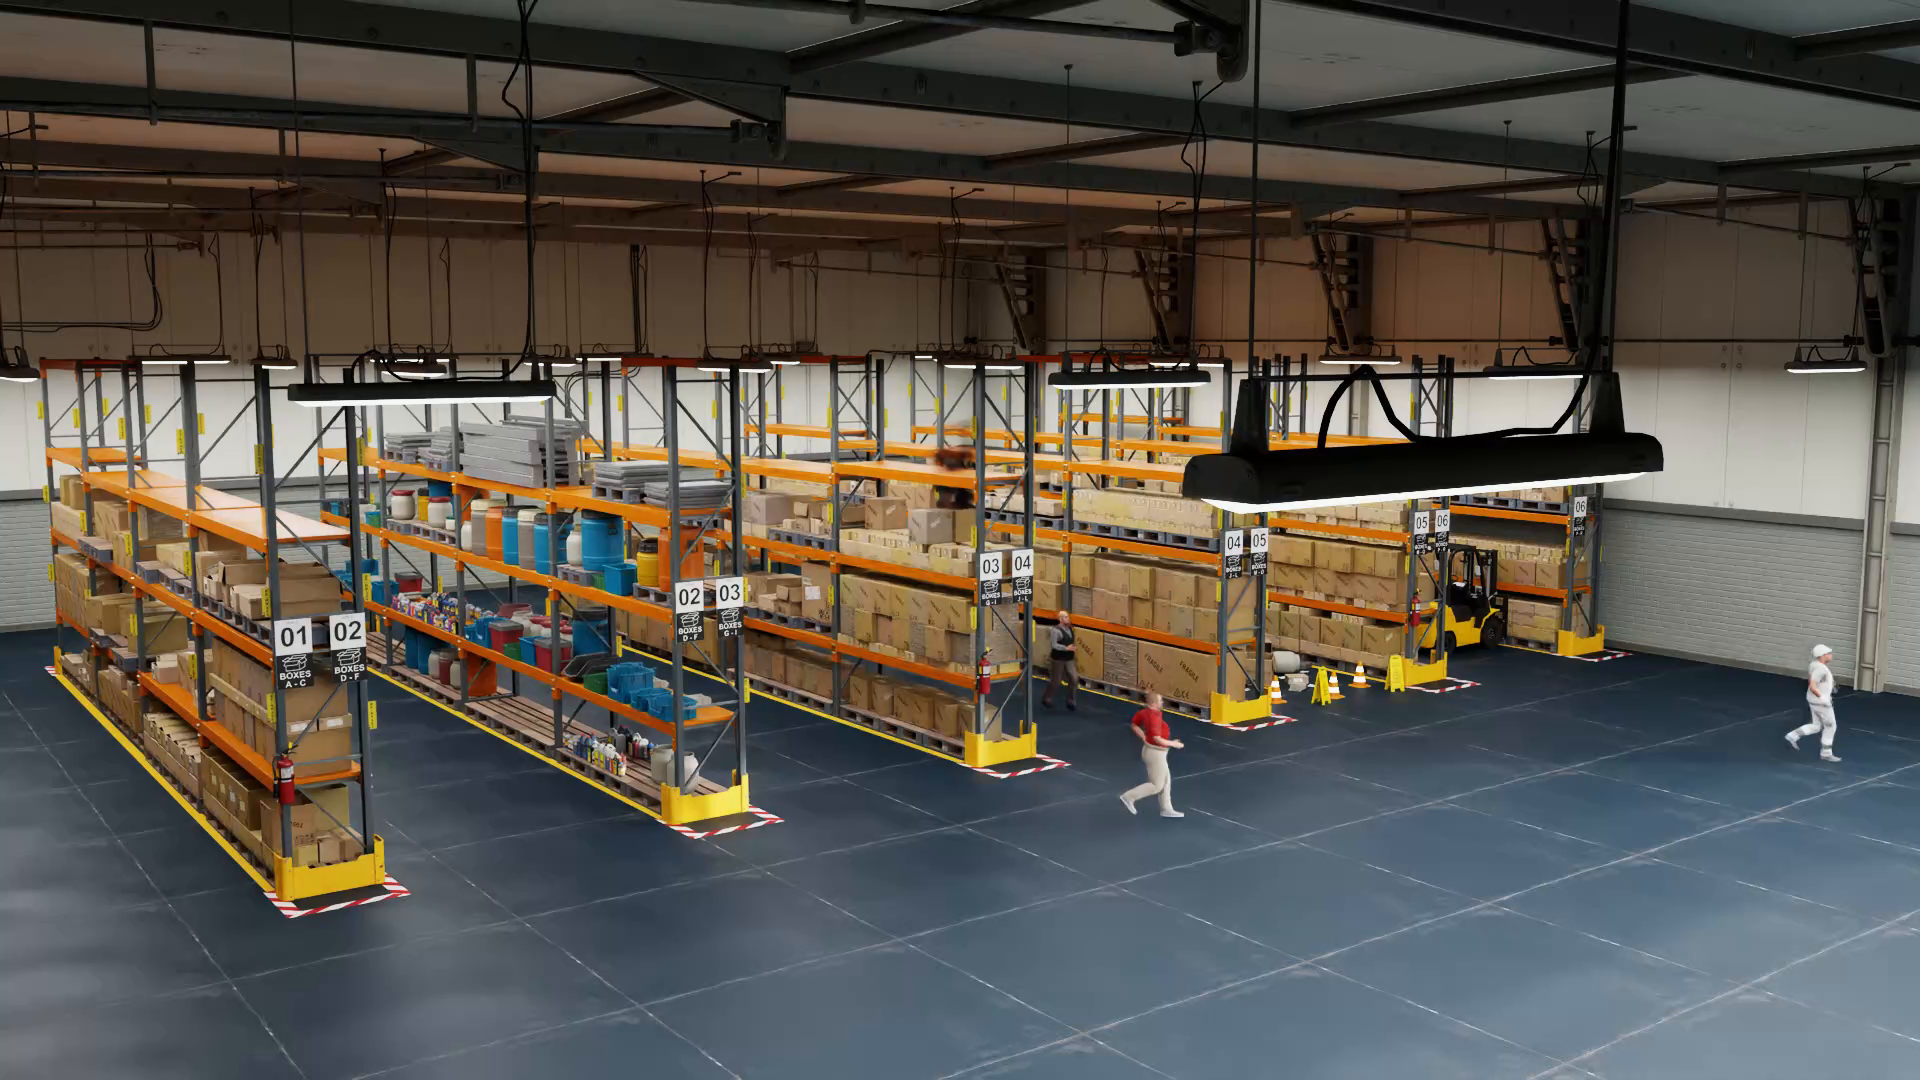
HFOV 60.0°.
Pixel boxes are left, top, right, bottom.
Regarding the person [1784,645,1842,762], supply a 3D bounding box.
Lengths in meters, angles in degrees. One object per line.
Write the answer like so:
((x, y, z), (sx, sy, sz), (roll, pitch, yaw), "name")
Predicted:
((12.914, 2.452, 25.100), (0.816, 1.779, 0.646), (2, 7, 14), "person")

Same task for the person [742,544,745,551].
((-5.454, 0.550, 41.819), (0.517, 1.549, 0.600), (0, 7, 1), "person")

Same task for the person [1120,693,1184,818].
((2.537, 2.892, 21.939), (0.919, 1.644, 0.673), (-1, 7, -10), "person")

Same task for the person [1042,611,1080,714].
((1.743, 2.096, 28.327), (0.760, 1.804, 0.673), (6, 9, 42), "person")
